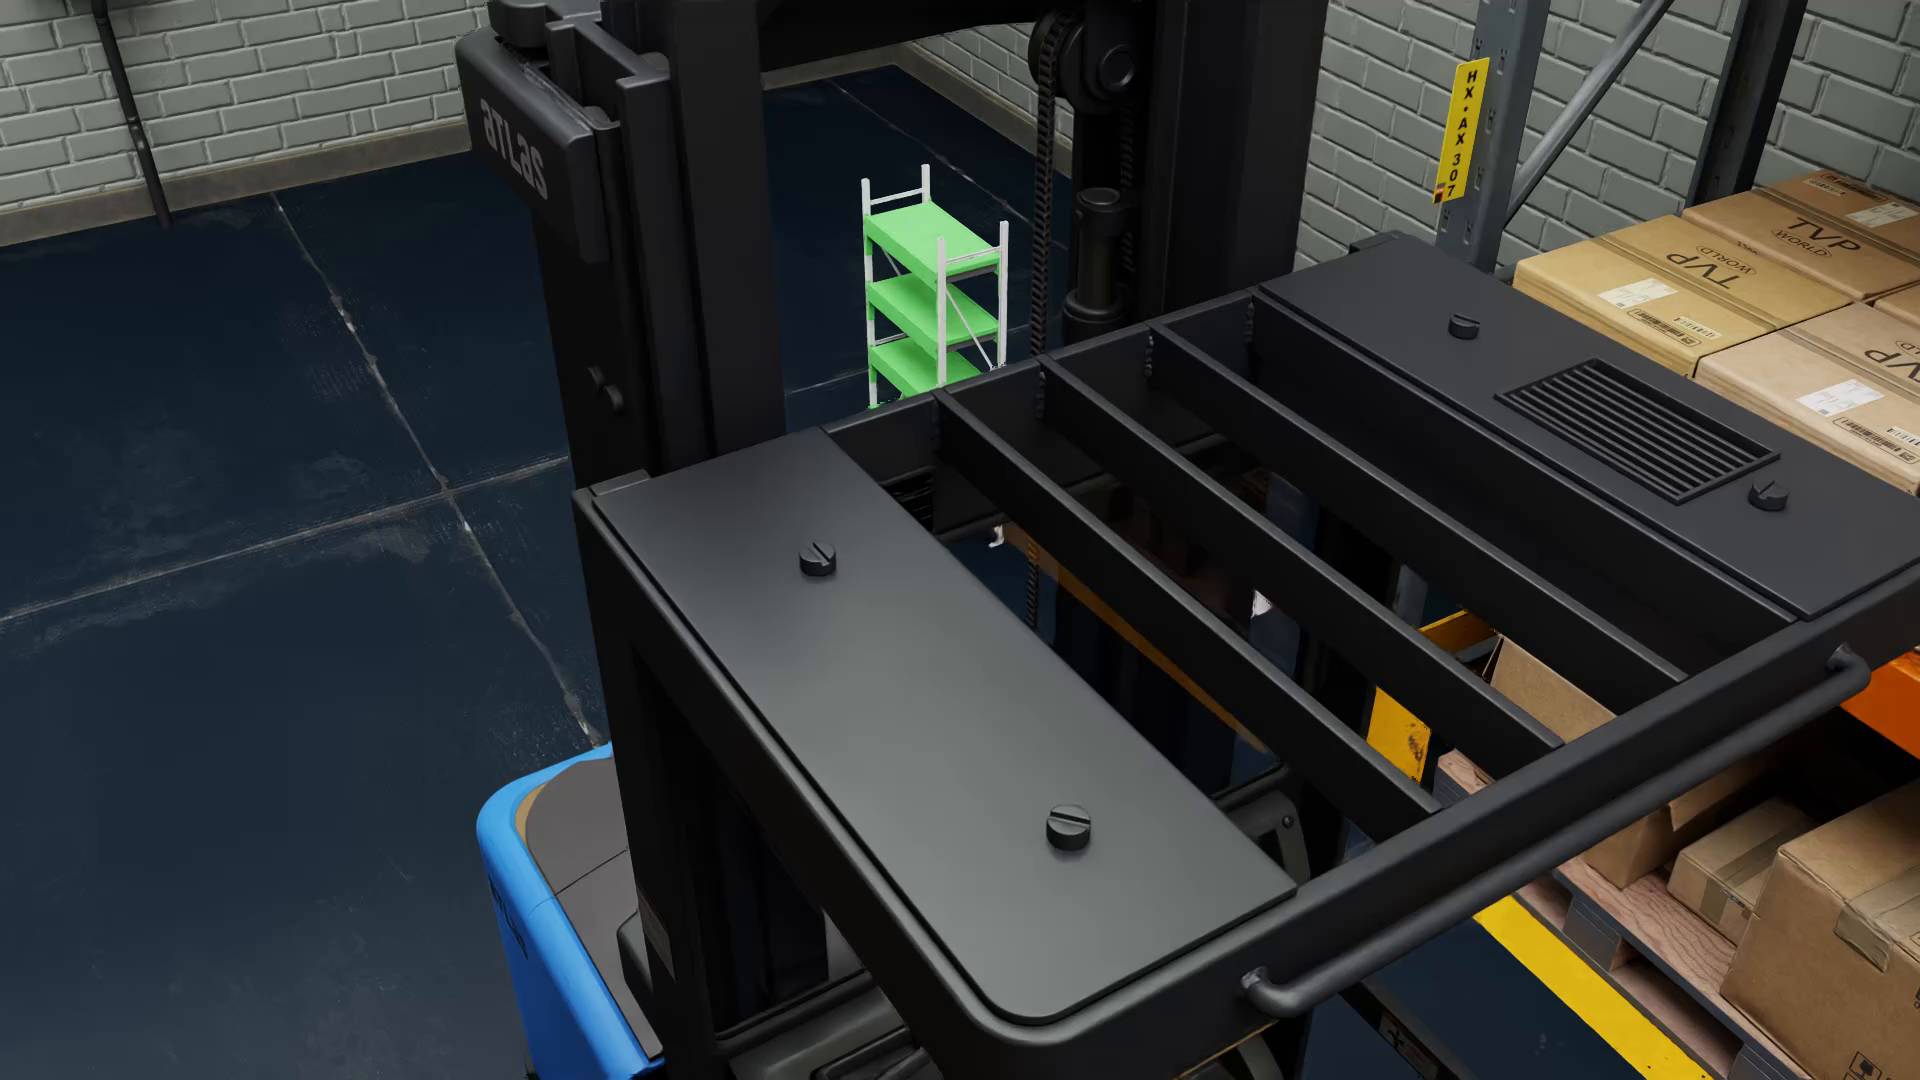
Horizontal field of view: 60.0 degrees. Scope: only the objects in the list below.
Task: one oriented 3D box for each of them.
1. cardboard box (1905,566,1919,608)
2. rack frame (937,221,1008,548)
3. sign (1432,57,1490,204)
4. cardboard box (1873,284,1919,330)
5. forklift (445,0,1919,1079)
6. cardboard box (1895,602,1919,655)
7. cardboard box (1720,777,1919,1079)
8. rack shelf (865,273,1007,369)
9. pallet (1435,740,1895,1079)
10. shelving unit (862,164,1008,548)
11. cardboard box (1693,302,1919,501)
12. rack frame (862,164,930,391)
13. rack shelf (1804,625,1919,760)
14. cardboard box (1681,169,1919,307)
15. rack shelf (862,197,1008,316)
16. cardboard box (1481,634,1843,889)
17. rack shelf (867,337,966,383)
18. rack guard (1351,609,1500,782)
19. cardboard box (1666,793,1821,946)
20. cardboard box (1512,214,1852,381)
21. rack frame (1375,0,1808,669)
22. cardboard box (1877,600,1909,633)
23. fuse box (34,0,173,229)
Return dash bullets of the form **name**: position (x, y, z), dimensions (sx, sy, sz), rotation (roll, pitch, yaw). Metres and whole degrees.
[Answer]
- **cardboard box**: position (2.099, 0.042, 3.025), dimensions (0.500, 0.250, 0.500), rotation (-20, 41, -25)
- **rack frame**: position (0.039, -0.445, 5.341), dimensions (0.240, 1.200, 0.015), rotation (-19, 40, -24)
- **sign**: position (1.123, -0.913, 3.723), dimensions (0.100, 0.325, 0.005), rotation (-19, 40, -24)
- **cardboard box**: position (2.311, -0.365, 3.581), dimensions (0.500, 0.250, 0.500), rotation (-19, 40, -24)
- **forklift**: position (0.230, 0.749, 2.240), dimensions (1.130, 2.935, 3.031), rotation (-20, 41, -25)
- **cardboard box**: position (2.063, 0.146, 3.220), dimensions (0.380, 0.149, 0.250), rotation (-18, 40, -23)
- **cardboard box**: position (2.214, 0.903, 3.734), dimensions (0.700, 0.500, 0.500), rotation (-17, 40, -22)
- **rack shelf**: position (-0.083, -0.711, 5.408), dimensions (0.258, 0.148, 0.480), rotation (-19, 40, -24)
- **pallet**: position (2.032, 0.847, 4.412), dimensions (1.003, 0.211, 1.213), rotation (-19, 40, -24)
- **shelving unit**: position (-0.083, -0.569, 5.512), dimensions (0.258, 1.200, 0.503), rotation (-19, 40, -24)
- **cardboard box**: position (1.841, -0.216, 3.377), dimensions (0.500, 0.250, 0.500), rotation (-18, 40, -23)
- **rack frame**: position (-0.206, -0.693, 5.682), dimensions (0.240, 1.200, 0.015), rotation (-19, 40, -24)
- **rack shelf**: position (2.597, 0.586, 3.015), dimensions (1.077, 0.370, 4.000), rotation (-19, 40, -24)
- **cardboard box**: position (2.053, -0.628, 3.942), dimensions (0.500, 0.250, 0.500), rotation (-18, 40, -23)
- **rack shelf**: position (-0.083, -0.905, 5.266), dimensions (0.258, 0.148, 0.480), rotation (-19, 40, -24)
- **cardboard box**: position (1.818, 0.454, 4.346), dimensions (0.797, 0.503, 0.637), rotation (-21, 41, -26)
- **rack shelf**: position (-0.083, -0.517, 5.549), dimensions (0.258, 0.148, 0.480), rotation (-19, 40, -24)
- **rack guard**: position (1.631, 0.324, 4.883), dimensions (1.175, 0.500, 0.348), rotation (-19, 40, -24)
- **cardboard box**: position (1.998, 0.825, 4.138), dimensions (0.380, 0.149, 0.250), rotation (-21, 41, -26)
- **cardboard box**: position (1.588, -0.473, 3.729), dimensions (0.500, 0.250, 0.500), rotation (-19, 40, -24)
- **rack frame**: position (1.593, -0.725, 4.199), dimensions (1.000, 3.000, 0.127), rotation (-19, 40, -24)
- **cardboard box**: position (1.924, 0.012, 3.403), dimensions (0.380, 0.149, 0.250), rotation (-18, 40, -23)
- **fuse box**: position (-3.661, -2.148, 7.241), dimensions (0.539, 1.711, 0.414), rotation (-19, 40, -24)
